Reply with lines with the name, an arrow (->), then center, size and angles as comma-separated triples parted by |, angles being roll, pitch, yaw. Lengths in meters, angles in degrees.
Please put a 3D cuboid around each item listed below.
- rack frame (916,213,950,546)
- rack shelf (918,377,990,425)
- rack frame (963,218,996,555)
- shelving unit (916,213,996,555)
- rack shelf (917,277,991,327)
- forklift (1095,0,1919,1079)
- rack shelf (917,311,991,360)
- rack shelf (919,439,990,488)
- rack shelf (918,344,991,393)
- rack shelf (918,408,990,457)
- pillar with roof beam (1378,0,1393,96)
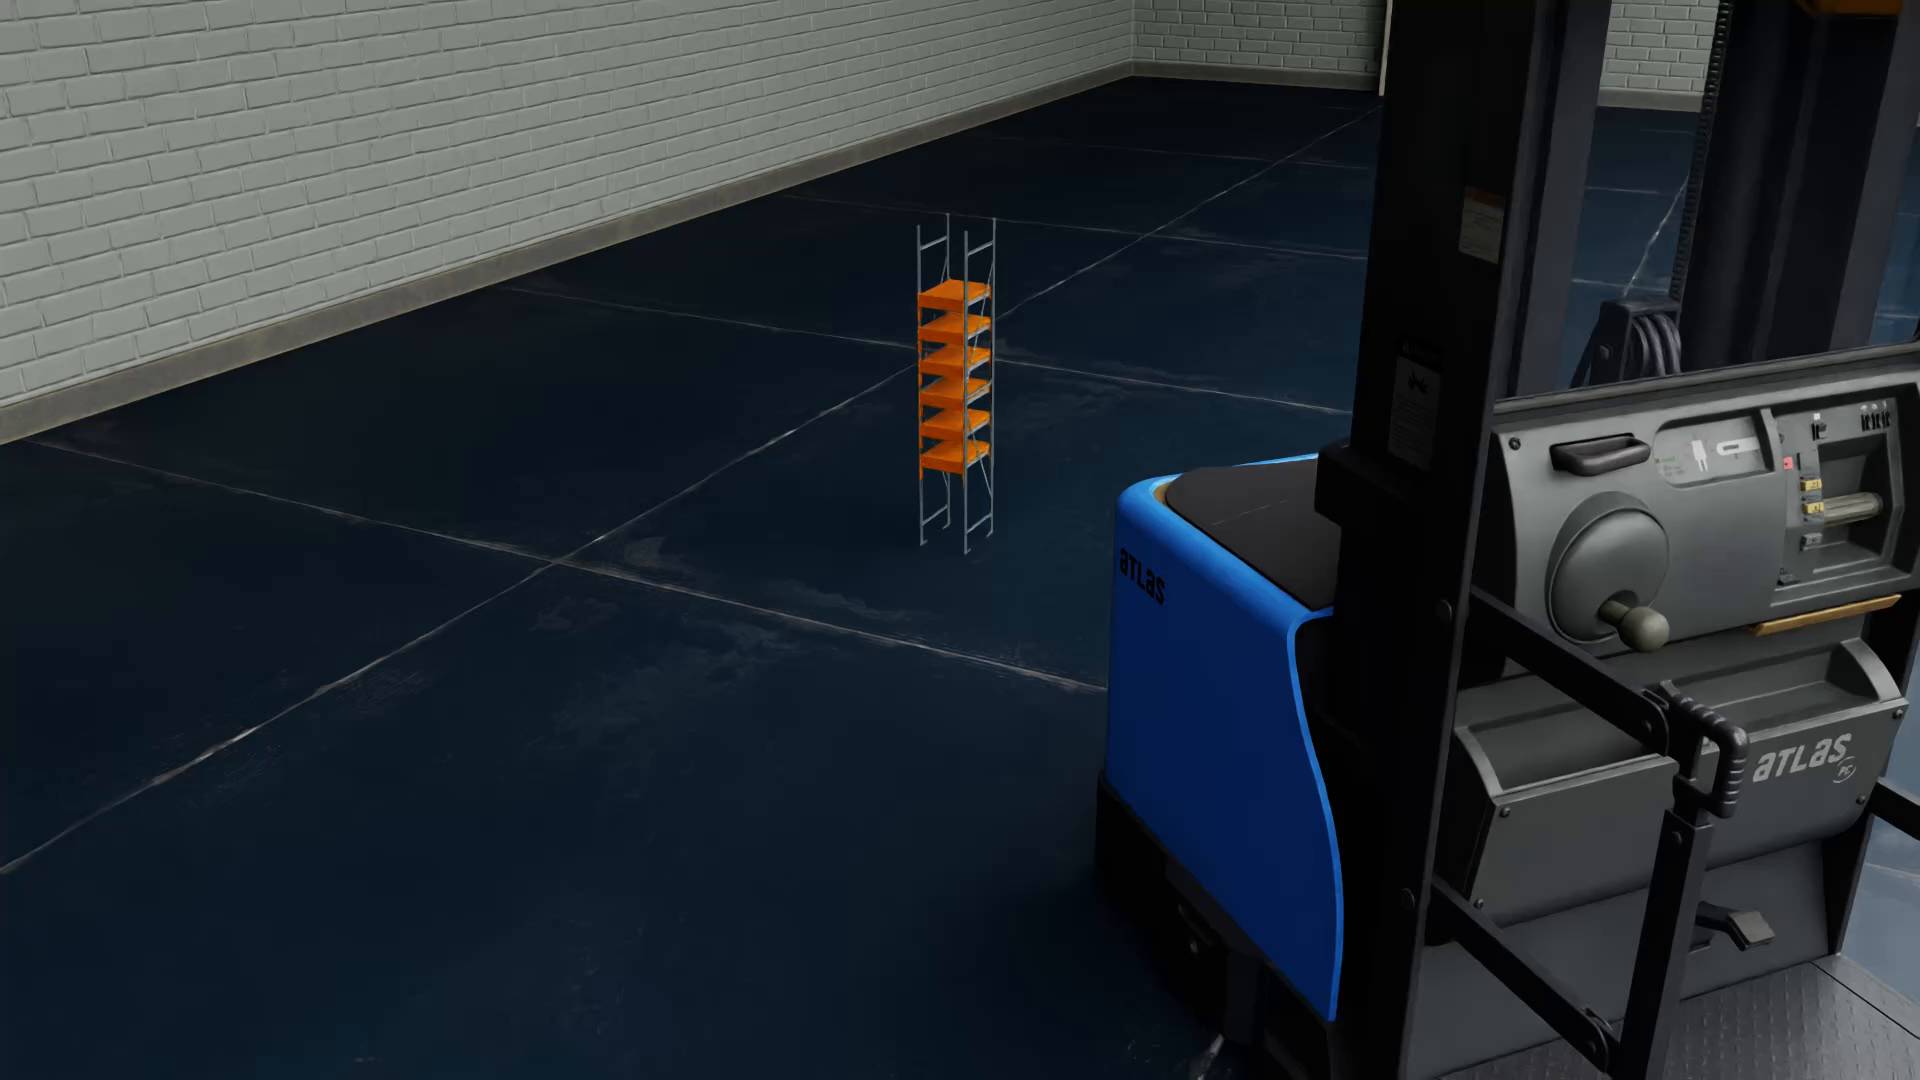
rack frame -> -0.095, -0.571, 6.059 | 0.006, 1.200, 0.240 | 11, 25, 25
rack shelf -> -0.013, -0.514, 6.039 | 0.180, 0.103, 0.258 | 11, 25, 25
rack frame -> 0.069, -0.539, 5.983 | 0.006, 1.200, 0.240 | 11, 25, 25
shelving unit -> -0.013, -0.555, 6.021 | 0.189, 1.200, 0.258 | 11, 25, 25
rack shelf -> -0.013, -0.845, 5.898 | 0.180, 0.103, 0.258 | 11, 25, 25
forklift -> 1.362, -0.032, 2.579 | 1.130, 2.935, 3.031 | -9, 25, -20
rack shelf -> -0.013, -0.735, 5.945 | 0.180, 0.103, 0.258 | 11, 25, 25
rack shelf -> -0.013, -0.293, 6.133 | 0.180, 0.103, 0.258 | 11, 25, 25
rack shelf -> -0.013, -0.624, 5.992 | 0.180, 0.103, 0.258 | 11, 25, 25
rack shelf -> -0.013, -0.403, 6.086 | 0.180, 0.103, 0.258 | 11, 25, 25
pillar with roof beam -> 2.536, -7.161, 11.590 | 0.400, 9.000, 9.100 | 11, 25, 25
